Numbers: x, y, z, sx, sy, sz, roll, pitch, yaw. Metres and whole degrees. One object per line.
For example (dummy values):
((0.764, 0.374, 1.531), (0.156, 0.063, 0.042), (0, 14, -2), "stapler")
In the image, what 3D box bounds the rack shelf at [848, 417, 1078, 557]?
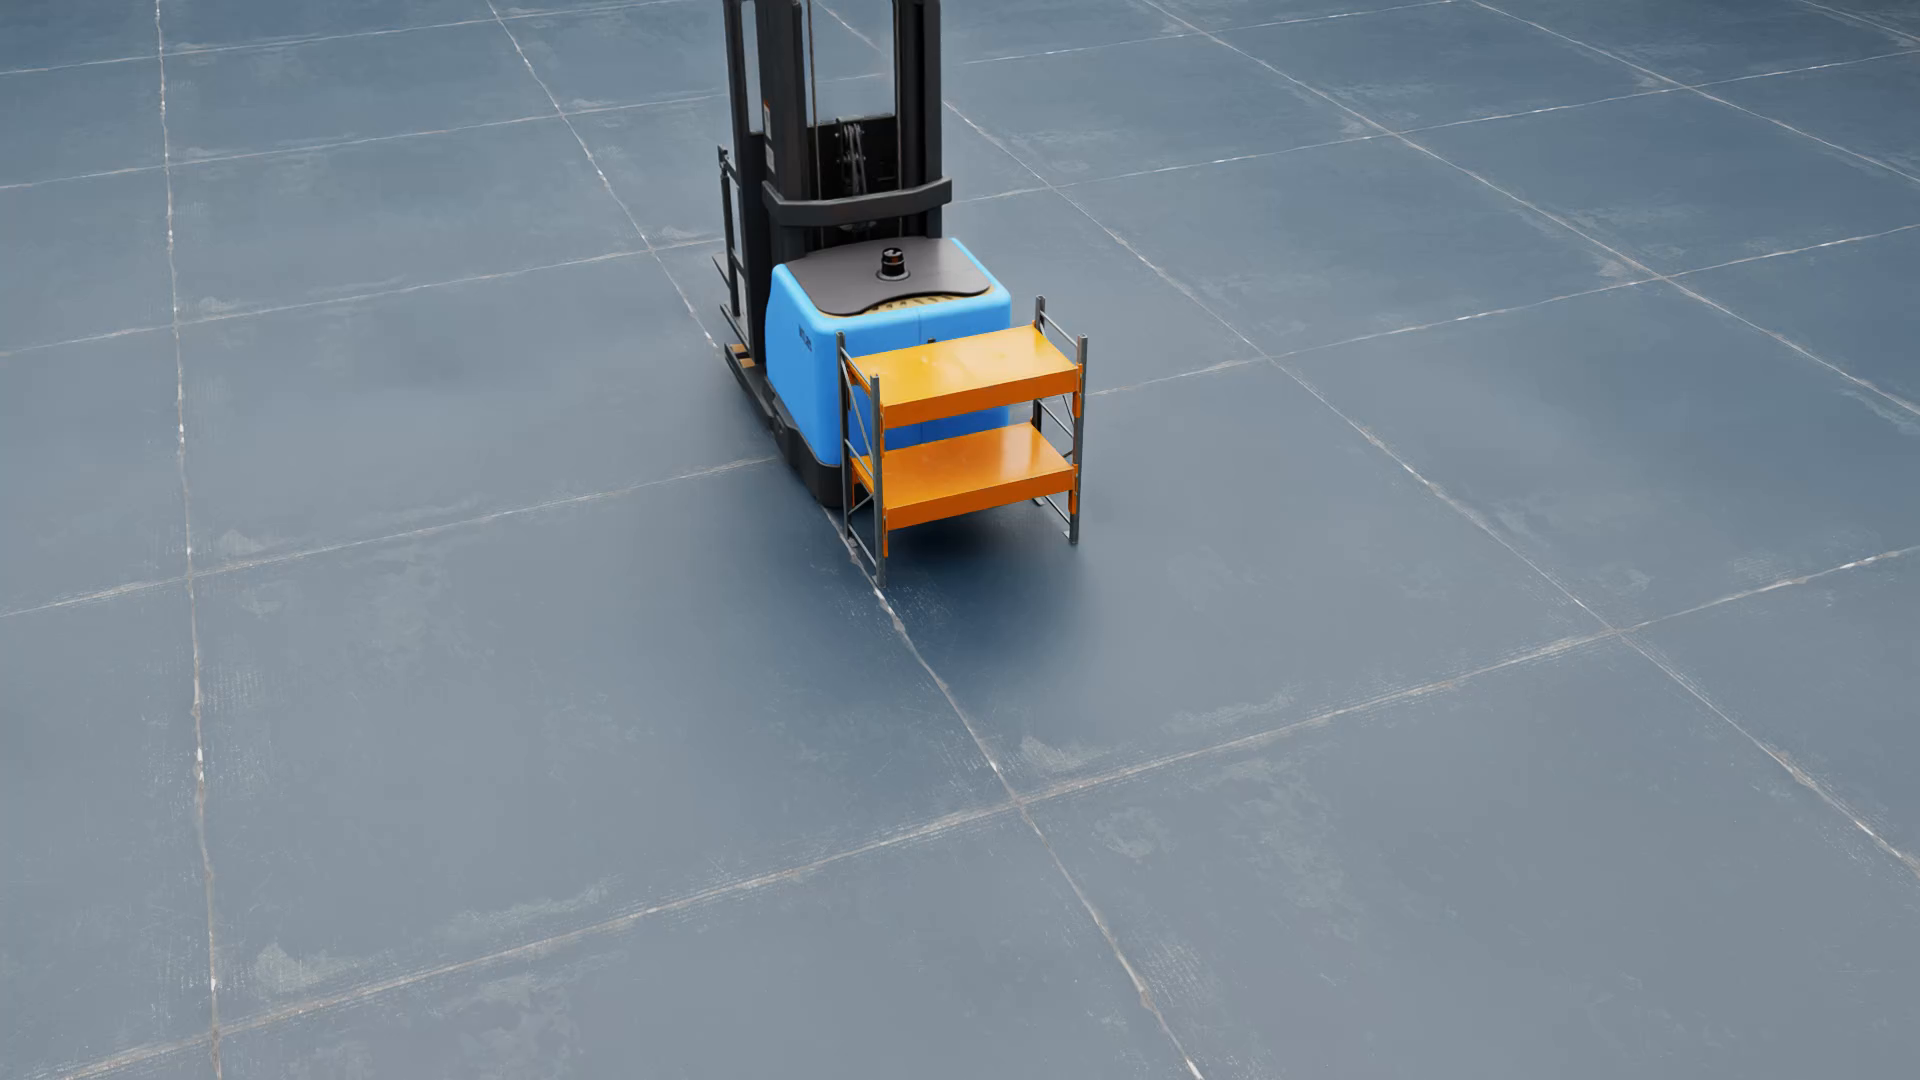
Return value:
((0.006, -0.268, 8.079), (1.000, 0.278, 0.538), (-13, 35, -19), "rack shelf")

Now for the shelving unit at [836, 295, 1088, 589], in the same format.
((0.006, -0.473, 7.945), (1.048, 1.125, 0.538), (-13, 35, -19), "shelving unit")

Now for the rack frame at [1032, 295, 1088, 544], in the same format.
((0.475, -0.580, 8.110), (0.032, 1.125, 0.500), (-13, 35, -19), "rack frame")

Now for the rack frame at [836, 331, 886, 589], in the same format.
((-0.462, -0.366, 7.780), (0.032, 1.125, 0.500), (-13, 35, -19), "rack frame")

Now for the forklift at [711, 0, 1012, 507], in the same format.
((-0.734, -2.188, 8.925), (1.130, 2.935, 3.031), (-12, 35, -18), "forklift")

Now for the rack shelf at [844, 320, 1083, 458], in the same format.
((0.006, -0.718, 7.786), (1.000, 0.278, 0.538), (-13, 35, -19), "rack shelf")
